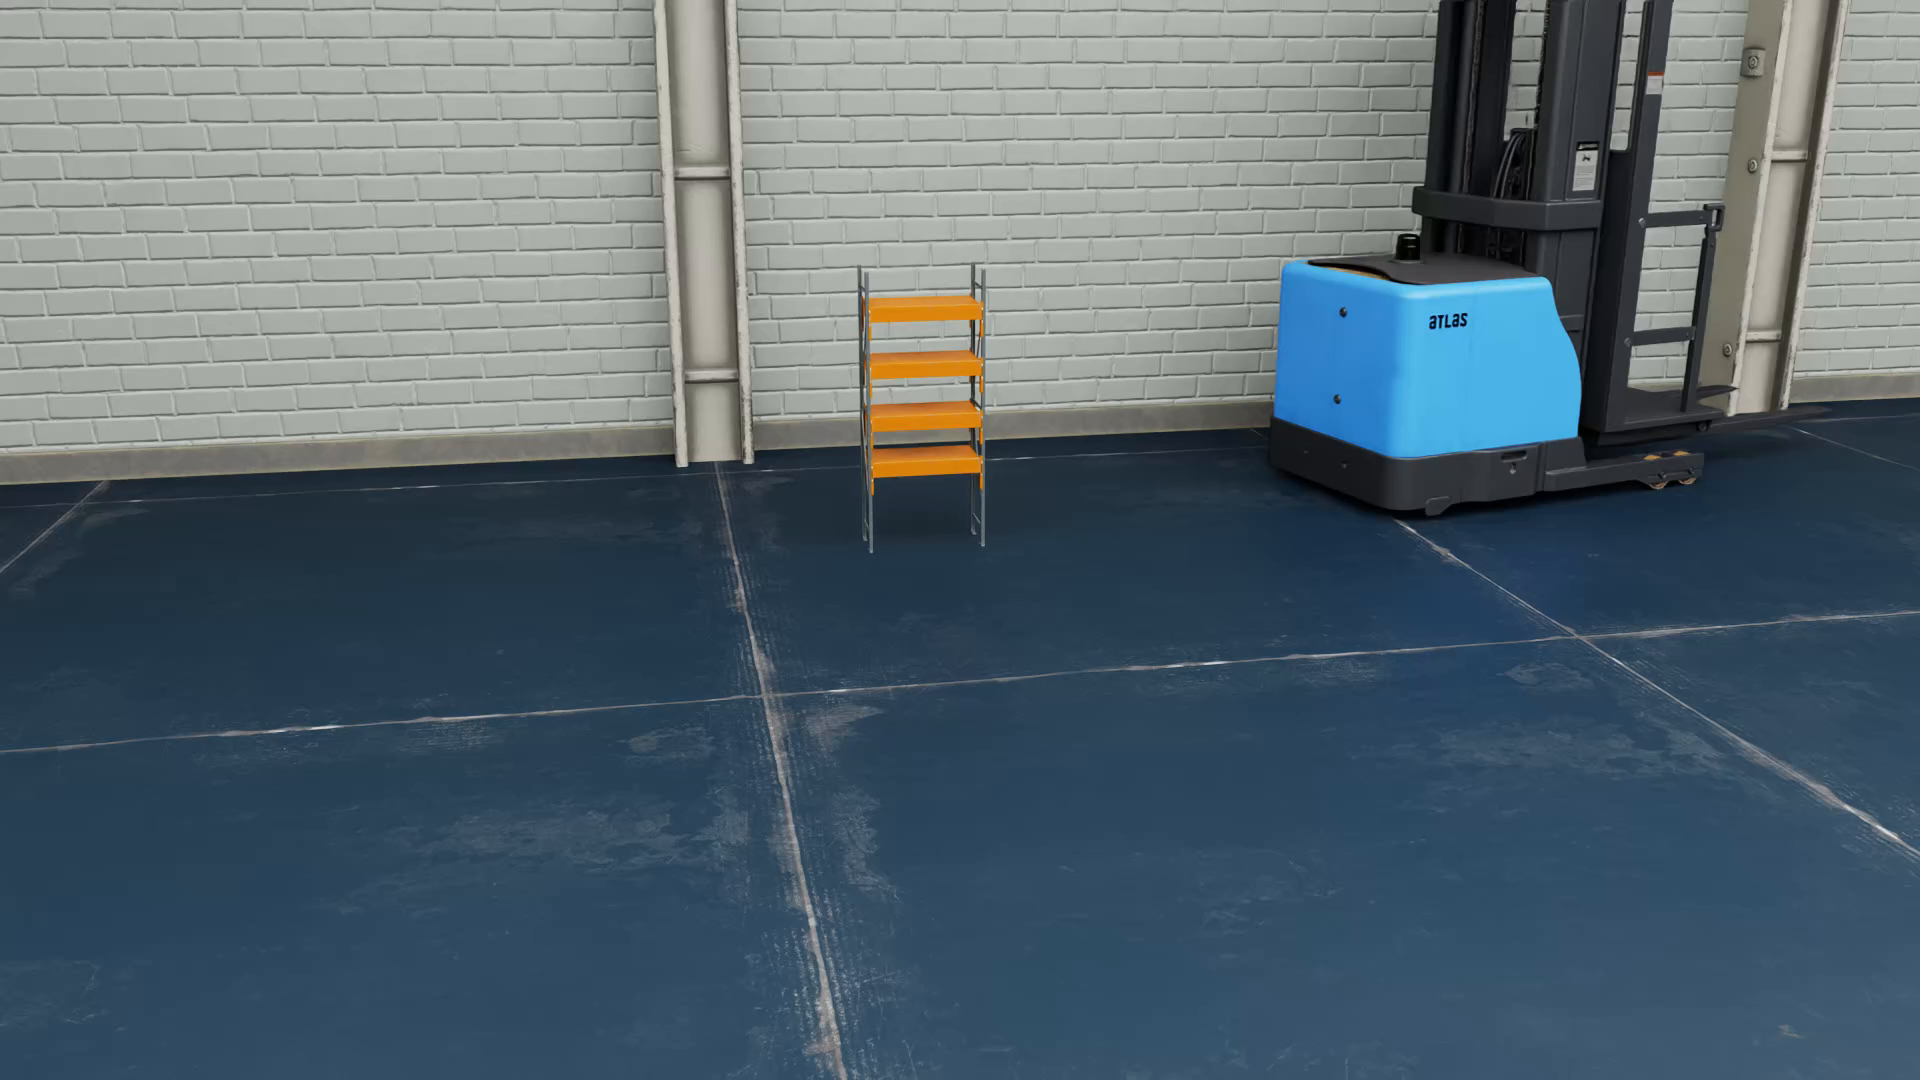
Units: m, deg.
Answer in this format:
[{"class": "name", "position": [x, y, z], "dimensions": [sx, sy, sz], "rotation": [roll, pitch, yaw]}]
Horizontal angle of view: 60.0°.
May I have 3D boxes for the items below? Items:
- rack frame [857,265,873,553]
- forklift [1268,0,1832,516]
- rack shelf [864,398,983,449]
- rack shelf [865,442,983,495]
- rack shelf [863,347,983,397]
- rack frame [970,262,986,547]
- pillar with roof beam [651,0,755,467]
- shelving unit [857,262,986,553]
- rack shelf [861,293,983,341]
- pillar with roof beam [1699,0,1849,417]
[{"class": "rack frame", "position": [-0.402, -0.551, 7.061], "dimensions": [0.015, 1.200, 0.240], "rotation": [-3, 17, -10]}, {"class": "forklift", "position": [3.102, -1.780, 8.116], "dimensions": [3.031, 2.935, 1.130], "rotation": [-8, 19, -24]}, {"class": "rack shelf", "position": [-0.163, -0.500, 7.125], "dimensions": [0.480, 0.148, 0.258], "rotation": [-3, 17, -10]}, {"class": "rack shelf", "position": [-0.163, -0.310, 7.184], "dimensions": [0.480, 0.148, 0.258], "rotation": [-3, 17, -10]}, {"class": "rack shelf", "position": [-0.163, -0.714, 7.060], "dimensions": [0.480, 0.148, 0.258], "rotation": [-3, 17, -10]}, {"class": "rack frame", "position": [0.077, -0.578, 7.150], "dimensions": [0.015, 1.200, 0.240], "rotation": [-3, 17, -10]}, {"class": "pillar with roof beam", "position": [-0.471, -3.491, 3.350], "dimensions": [0.400, 9.000, 9.100], "rotation": [-3, 17, -10]}, {"class": "shelving unit", "position": [-0.163, -0.564, 7.106], "dimensions": [0.503, 1.200, 0.258], "rotation": [-3, 17, -10]}, {"class": "rack shelf", "position": [-0.163, -0.940, 6.990], "dimensions": [0.480, 0.148, 0.258], "rotation": [-3, 17, -10]}, {"class": "pillar with roof beam", "position": [5.420, -3.825, 4.438], "dimensions": [0.400, 9.000, 9.100], "rotation": [-3, 17, -10]}]
